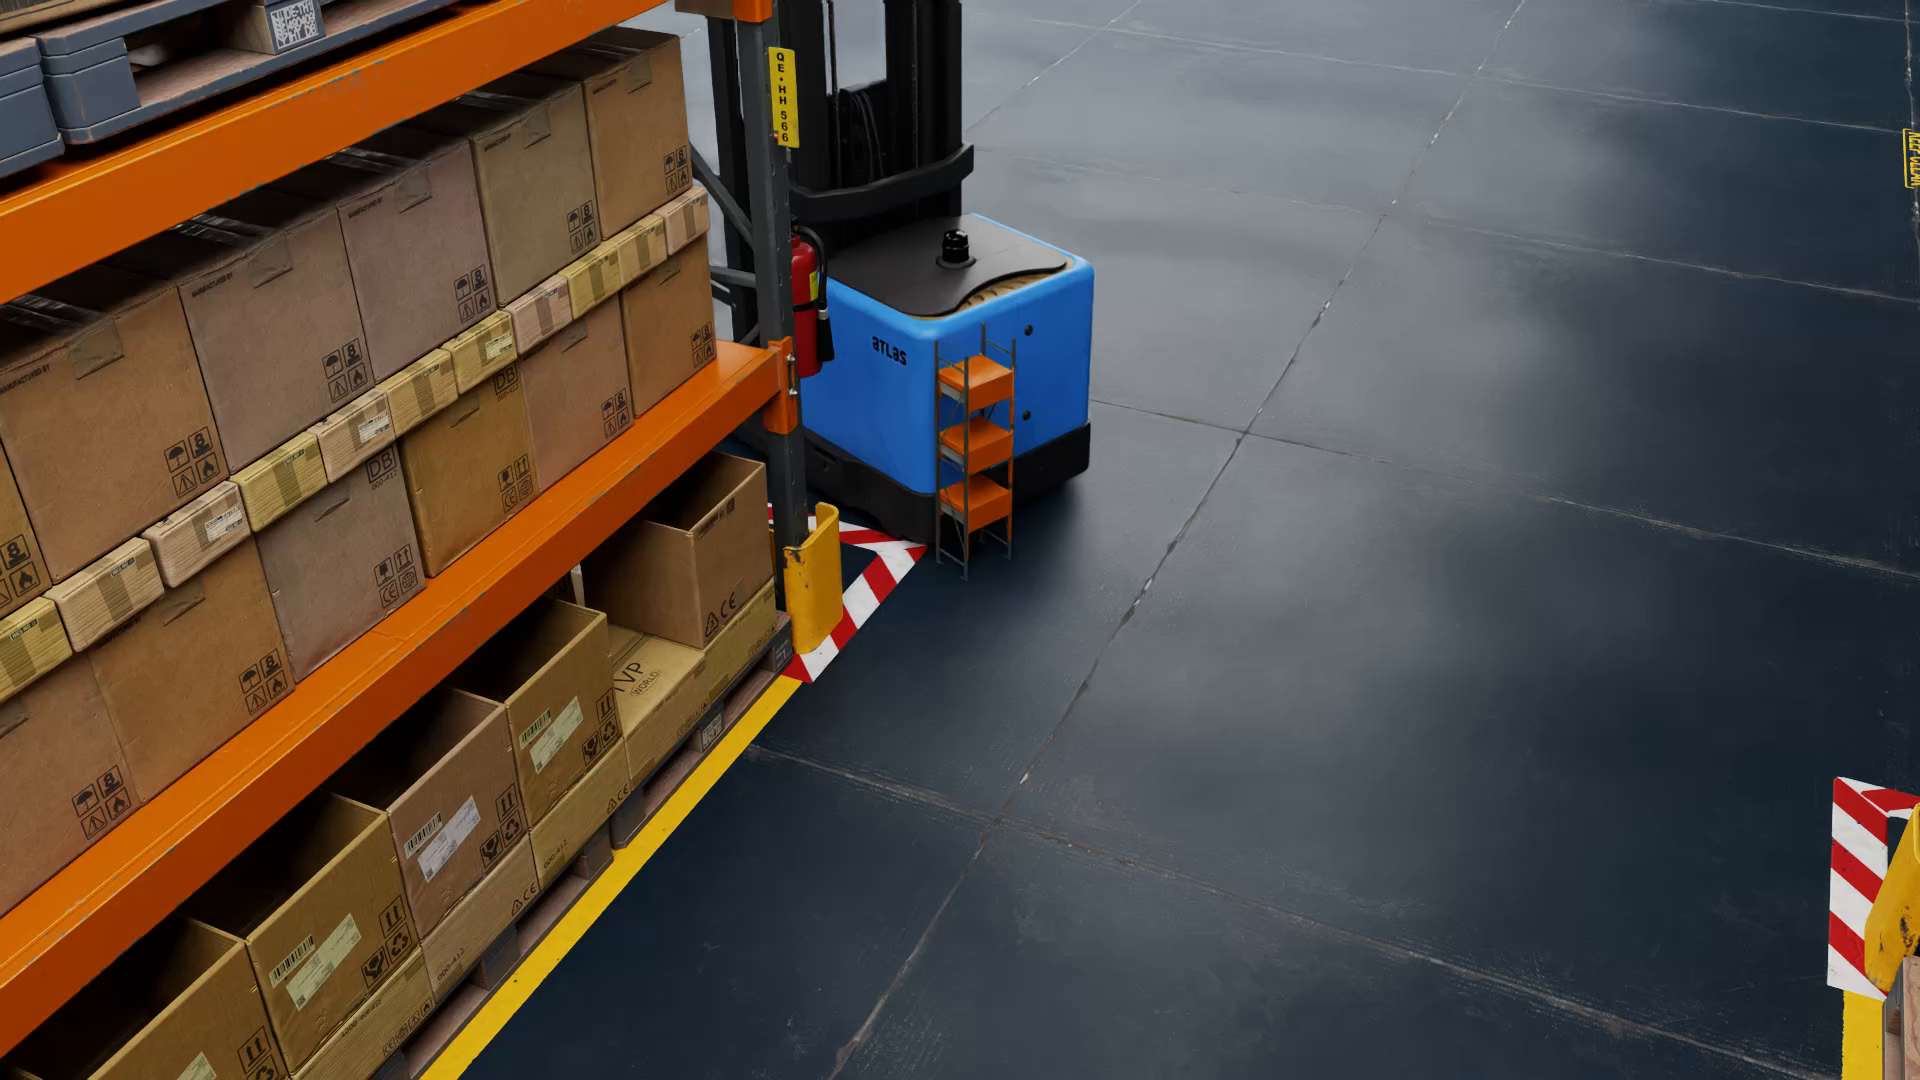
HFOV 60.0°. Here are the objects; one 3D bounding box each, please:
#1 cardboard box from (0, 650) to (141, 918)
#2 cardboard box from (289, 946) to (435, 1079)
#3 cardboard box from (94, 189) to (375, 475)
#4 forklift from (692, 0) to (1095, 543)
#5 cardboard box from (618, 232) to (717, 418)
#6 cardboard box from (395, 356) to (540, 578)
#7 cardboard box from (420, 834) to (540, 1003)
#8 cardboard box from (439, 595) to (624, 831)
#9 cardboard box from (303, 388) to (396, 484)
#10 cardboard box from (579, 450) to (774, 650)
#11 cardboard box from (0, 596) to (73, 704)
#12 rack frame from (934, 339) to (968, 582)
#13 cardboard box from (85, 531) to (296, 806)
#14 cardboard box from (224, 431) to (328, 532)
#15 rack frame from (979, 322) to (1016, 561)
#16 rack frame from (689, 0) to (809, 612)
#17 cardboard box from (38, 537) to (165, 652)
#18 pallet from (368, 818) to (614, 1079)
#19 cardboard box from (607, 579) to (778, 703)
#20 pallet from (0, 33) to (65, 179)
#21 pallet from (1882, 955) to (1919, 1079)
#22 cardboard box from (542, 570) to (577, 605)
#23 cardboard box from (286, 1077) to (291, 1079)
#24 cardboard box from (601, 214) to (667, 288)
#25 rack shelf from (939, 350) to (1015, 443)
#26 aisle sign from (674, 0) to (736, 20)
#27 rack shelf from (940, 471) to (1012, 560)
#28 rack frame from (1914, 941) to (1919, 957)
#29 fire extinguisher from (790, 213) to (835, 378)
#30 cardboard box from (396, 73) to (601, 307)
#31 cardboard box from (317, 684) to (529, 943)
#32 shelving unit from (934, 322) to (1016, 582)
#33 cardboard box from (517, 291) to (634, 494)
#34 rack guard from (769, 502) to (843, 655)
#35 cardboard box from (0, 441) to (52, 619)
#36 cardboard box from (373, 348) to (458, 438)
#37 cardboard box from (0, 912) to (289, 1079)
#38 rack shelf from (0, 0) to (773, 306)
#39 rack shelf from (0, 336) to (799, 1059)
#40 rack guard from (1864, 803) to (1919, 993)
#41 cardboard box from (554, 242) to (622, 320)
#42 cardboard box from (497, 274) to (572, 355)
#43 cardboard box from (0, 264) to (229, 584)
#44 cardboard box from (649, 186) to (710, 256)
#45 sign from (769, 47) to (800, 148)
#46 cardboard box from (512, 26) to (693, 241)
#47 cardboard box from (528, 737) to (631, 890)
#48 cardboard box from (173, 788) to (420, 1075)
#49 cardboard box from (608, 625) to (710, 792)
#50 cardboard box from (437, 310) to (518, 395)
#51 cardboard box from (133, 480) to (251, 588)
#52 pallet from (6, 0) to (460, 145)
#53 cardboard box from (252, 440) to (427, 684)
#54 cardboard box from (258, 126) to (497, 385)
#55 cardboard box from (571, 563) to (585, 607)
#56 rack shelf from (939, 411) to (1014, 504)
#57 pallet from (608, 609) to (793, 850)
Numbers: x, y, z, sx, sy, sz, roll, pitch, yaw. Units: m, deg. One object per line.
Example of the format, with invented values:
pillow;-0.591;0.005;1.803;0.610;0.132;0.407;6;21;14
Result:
cardboard box;-2.345;0.466;3.713;0.700;0.500;0.500;14;36;20
cardboard box;-1.843;1.311;4.639;0.500;0.250;0.500;14;36;20
cardboard box;-1.930;-0.562;4.098;0.700;0.500;0.500;14;36;21
forklift;-0.769;-1.935;7.527;1.130;2.935;3.031;-26;42;-34
cardboard box;-1.273;-0.810;5.659;0.700;0.500;0.500;14;36;20
cardboard box;-1.702;-0.302;4.883;0.700;0.500;0.500;14;36;21
cardboard box;-1.639;1.061;5.021;0.500;0.250;0.500;14;36;20
cardboard box;-1.426;0.499;5.193;0.500;0.500;0.500;14;36;20
cardboard box;-1.700;-0.304;4.295;0.380;0.149;0.250;14;36;20
cardboard box;-1.021;-0.002;5.958;0.500;0.500;0.500;14;36;20
cardboard box;-2.132;0.207;3.516;0.380;0.149;0.250;14;36;20
rack frame;-0.034;-0.307;6.760;0.008;1.050;0.200;-25;41;-33
cardboard box;-2.132;0.217;4.093;0.700;0.500;0.500;15;36;21
cardboard box;-1.807;-0.181;4.107;0.380;0.149;0.250;14;36;20
rack frame;0.152;-0.393;6.892;0.008;1.050;0.200;-25;41;-33
rack frame;-1.066;-0.998;6.036;1.000;3.000;0.127;14;36;20
cardboard box;-2.025;0.083;3.706;0.380;0.149;0.250;13;35;19
pallet;-1.860;1.164;5.282;1.003;0.211;1.213;14;36;20
cardboard box;-1.022;0.311;6.164;0.500;0.250;0.500;14;36;20
pallet;-2.407;-0.654;2.857;1.003;0.211;1.213;14;36;20
pallet;3.031;1.737;4.408;1.003;0.211;1.213;14;36;20
cardboard box;-1.700;0.128;5.760;0.500;0.500;0.500;14;36;20
cardboard box;-2.057;1.559;4.261;0.500;0.250;0.500;14;36;20
cardboard box;-1.162;-0.946;5.275;0.380;0.149;0.250;15;36;22
rack shelf;0.059;-0.578;6.676;0.240;0.259;0.215;-25;41;-33
aisle sign;-0.772;-2.050;5.271;0.394;0.787;0.004;14;36;20
rack shelf;0.059;-0.109;6.984;0.240;0.259;0.215;-25;41;-33
rack frame;3.434;0.137;4.306;1.000;3.000;0.127;14;36;20
fire extinguisher;-0.595;-0.918;5.985;0.296;0.674;0.183;14;36;20
cardboard box;-1.511;-1.063;4.862;0.700;0.500;0.500;13;36;19
cardboard box;-1.636;0.748;4.814;0.500;0.500;0.500;14;36;20
shelving unit;0.059;-0.350;6.826;0.252;1.050;0.215;-25;41;-33
cardboard box;-1.489;-0.548;5.258;0.700;0.500;0.500;15;36;22
rack guard;-1.056;0.035;6.740;1.175;0.500;0.348;14;36;20
cardboard box;-2.350;-0.064;3.339;0.700;0.500;0.500;14;36;20
cardboard box;-1.594;-0.432;4.490;0.380;0.149;0.250;15;36;22
cardboard box;-2.060;1.245;4.057;0.500;0.500;0.500;14;36;20
rack shelf;-1.903;-0.955;3.892;1.077;0.370;4.000;14;36;20
rack shelf;-1.903;0.299;4.715;1.077;0.370;4.000;14;36;20
rack guard;3.403;1.220;4.934;1.175;0.500;0.348;14;36;20
cardboard box;-1.268;-0.819;5.081;0.380;0.149;0.250;14;36;20
cardboard box;-1.376;-0.694;4.890;0.380;0.149;0.250;15;36;21
cardboard box;-2.140;-0.314;3.719;0.700;0.500;0.500;14;36;20
cardboard box;-1.053;-1.077;5.474;0.380;0.149;0.250;14;36;20
sign;-0.579;-1.450;5.454;0.100;0.325;0.005;14;36;20
cardboard box;-1.296;-1.326;5.263;0.700;0.500;0.500;14;36;21
cardboard box;-1.428;0.812;5.400;0.500;0.250;0.500;14;36;20
cardboard box;-1.843;0.998;4.434;0.500;0.500;0.500;14;36;20
cardboard box;-1.221;0.563;5.781;0.500;0.250;0.500;14;36;20
cardboard box;-1.485;-0.563;4.691;0.380;0.149;0.250;15;36;22
cardboard box;-1.916;-0.051;3.909;0.380;0.149;0.250;13;35;19
pallet;-1.895;-1.259;3.780;1.003;0.211;1.213;14;36;20
cardboard box;-1.919;-0.039;4.482;0.700;0.500;0.500;15;36;22
cardboard box;-1.721;-0.812;4.478;0.700;0.500;0.500;14;36;21
cardboard box;-1.493;0.192;6.346;0.500;0.250;0.500;14;36;20
rack shelf;0.059;-0.341;6.832;0.240;0.259;0.215;-25;41;-33
pallet;-1.348;0.559;6.205;1.003;0.211;1.213;14;36;20
